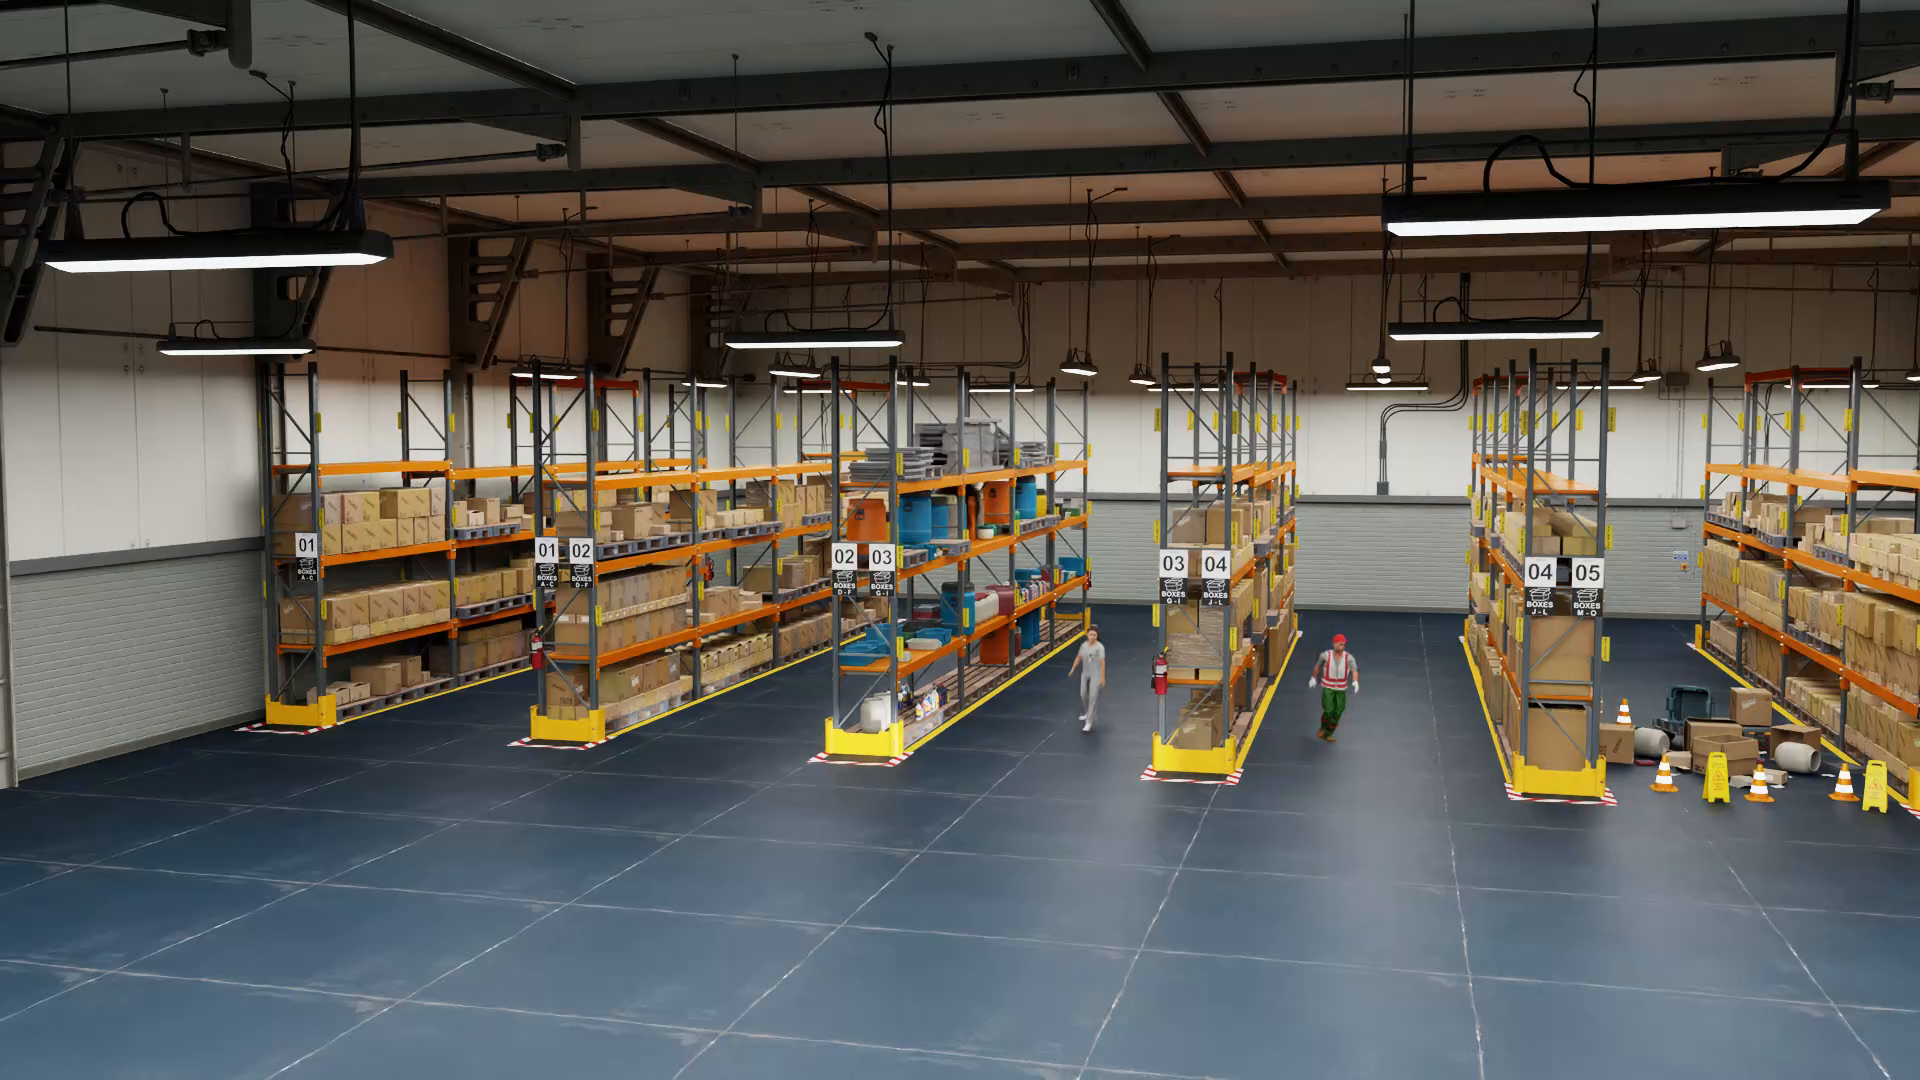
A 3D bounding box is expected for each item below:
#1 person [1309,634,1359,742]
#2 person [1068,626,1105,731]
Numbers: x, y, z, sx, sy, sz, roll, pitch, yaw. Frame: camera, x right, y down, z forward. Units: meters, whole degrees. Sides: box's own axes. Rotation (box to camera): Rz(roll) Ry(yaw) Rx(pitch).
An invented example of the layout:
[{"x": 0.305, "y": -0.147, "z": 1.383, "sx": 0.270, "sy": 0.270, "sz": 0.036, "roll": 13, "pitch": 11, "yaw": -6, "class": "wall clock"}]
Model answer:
[{"x": 5.827, "y": 2.308, "z": 25.786, "sx": 0.650, "sy": 1.726, "sz": 0.824, "roll": 0, "pitch": 4, "yaw": -3, "class": "person"}, {"x": 2.100, "y": 2.216, "z": 27.053, "sx": 0.615, "sy": 1.663, "sz": 0.766, "roll": 4, "pitch": 5, "yaw": 41, "class": "person"}]
